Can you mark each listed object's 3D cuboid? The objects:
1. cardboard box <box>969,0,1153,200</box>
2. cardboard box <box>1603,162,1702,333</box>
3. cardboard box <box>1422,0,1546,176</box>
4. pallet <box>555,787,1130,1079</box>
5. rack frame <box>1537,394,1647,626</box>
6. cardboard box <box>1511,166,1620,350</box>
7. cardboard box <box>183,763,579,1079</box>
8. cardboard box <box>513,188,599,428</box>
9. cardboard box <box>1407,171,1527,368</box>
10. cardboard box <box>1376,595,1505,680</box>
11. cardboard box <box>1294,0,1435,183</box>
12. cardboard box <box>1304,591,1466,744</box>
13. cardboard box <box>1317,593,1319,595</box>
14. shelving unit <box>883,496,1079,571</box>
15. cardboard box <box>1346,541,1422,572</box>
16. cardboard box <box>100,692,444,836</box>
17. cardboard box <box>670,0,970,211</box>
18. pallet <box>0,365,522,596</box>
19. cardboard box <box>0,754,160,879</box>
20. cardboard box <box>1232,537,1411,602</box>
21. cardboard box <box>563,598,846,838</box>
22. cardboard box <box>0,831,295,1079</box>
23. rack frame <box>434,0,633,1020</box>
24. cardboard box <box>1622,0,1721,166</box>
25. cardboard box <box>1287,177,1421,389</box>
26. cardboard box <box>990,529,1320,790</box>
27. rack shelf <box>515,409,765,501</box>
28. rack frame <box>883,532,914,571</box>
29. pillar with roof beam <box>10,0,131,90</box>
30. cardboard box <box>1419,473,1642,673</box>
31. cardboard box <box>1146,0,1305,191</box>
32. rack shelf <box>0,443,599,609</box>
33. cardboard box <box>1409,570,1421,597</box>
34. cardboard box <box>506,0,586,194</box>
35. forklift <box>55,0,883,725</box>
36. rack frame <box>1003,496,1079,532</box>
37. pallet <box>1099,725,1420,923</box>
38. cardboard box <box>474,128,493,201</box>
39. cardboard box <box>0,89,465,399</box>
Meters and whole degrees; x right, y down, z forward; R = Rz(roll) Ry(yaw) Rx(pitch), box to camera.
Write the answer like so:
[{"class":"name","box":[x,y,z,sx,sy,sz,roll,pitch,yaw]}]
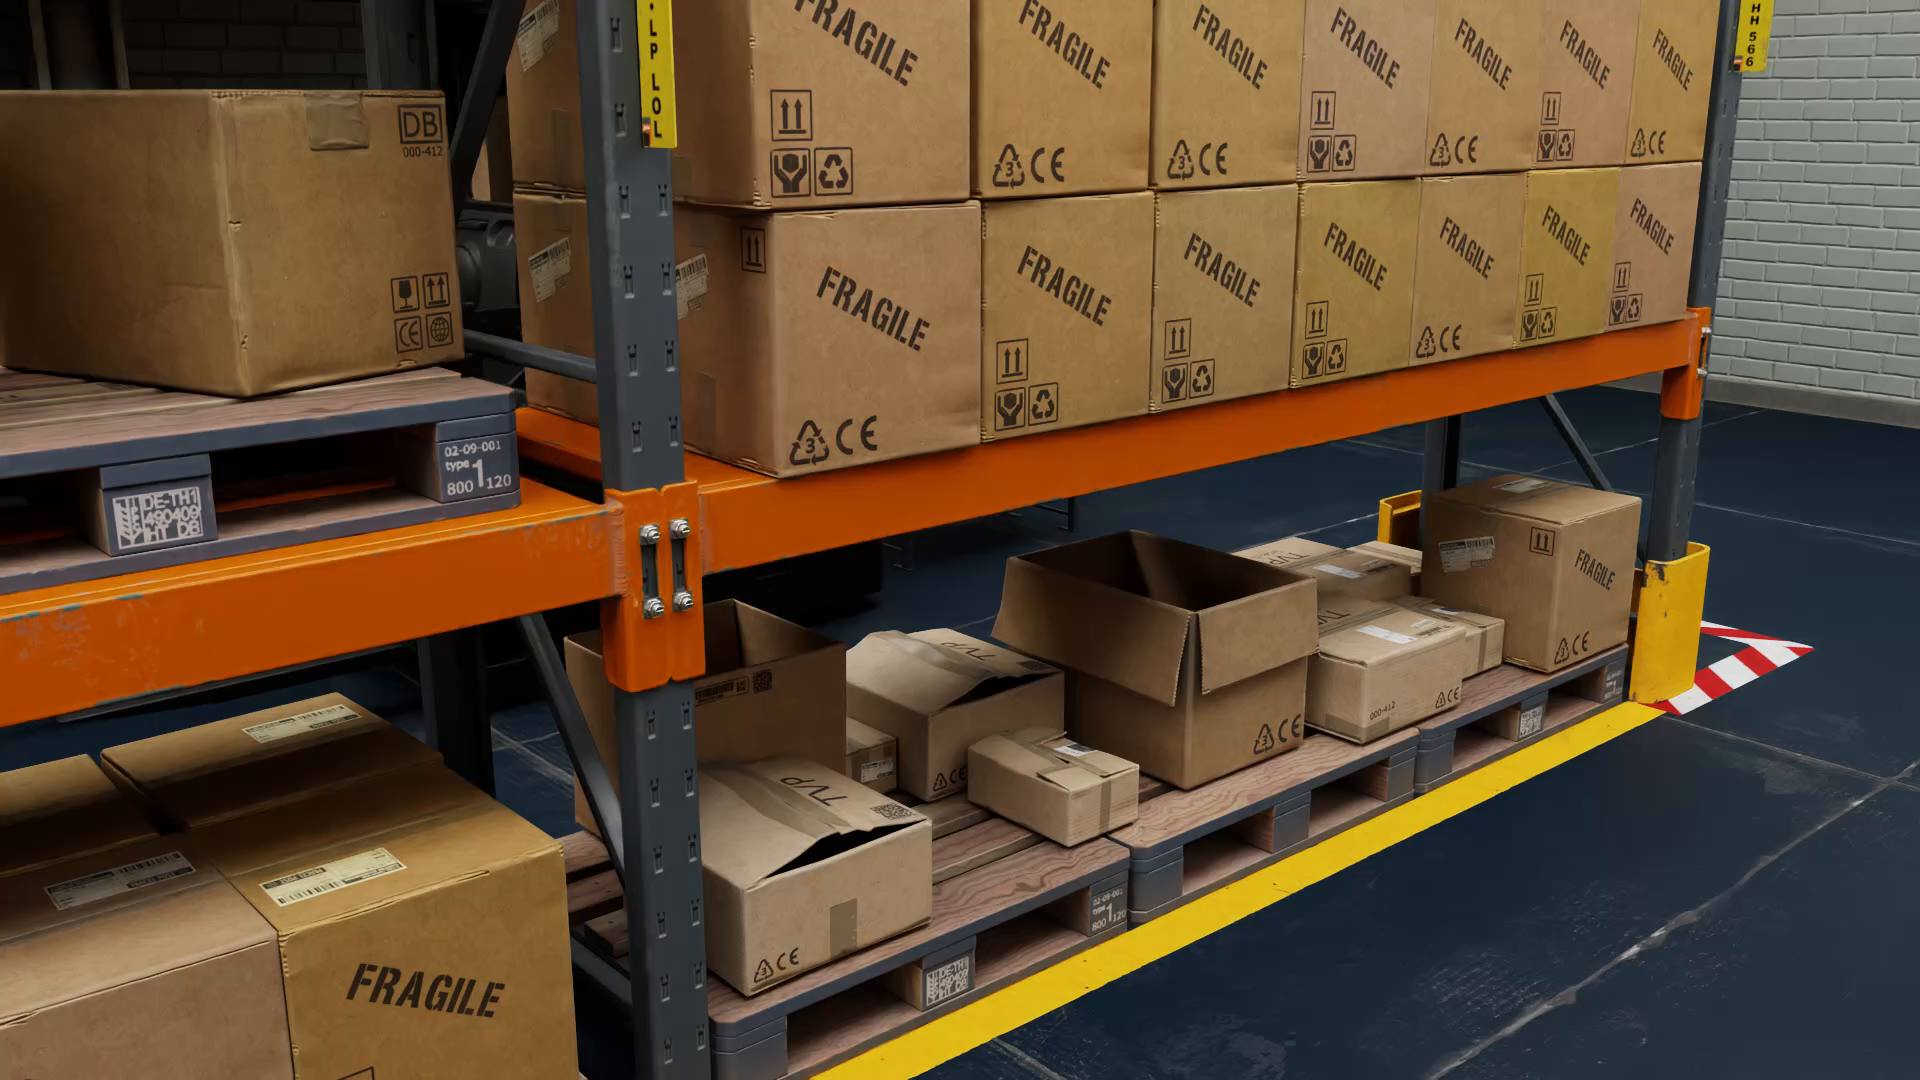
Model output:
[{"class":"cardboard box","box":[0.060,-1.006,3.571,0.500,0.500,0.500,-13,20,-41]},{"class":"cardboard box","box":[1.990,-0.959,5.333,0.500,0.500,0.500,-12,19,-38]},{"class":"cardboard box","box":[1.225,-1.267,4.551,0.500,0.500,0.500,-12,19,-38]},{"class":"pallet","box":[-0.350,0.869,4.087,1.213,0.211,1.003,-13,19,-39]},{"class":"rack frame","box":[2.147,-1.040,5.831,0.053,2.616,0.949,-13,19,-39]},{"class":"cardboard box","box":[1.601,-0.870,5.002,0.500,0.500,0.500,-12,19,-39]},{"class":"cardboard box","box":[-1.053,0.773,3.036,0.500,0.500,0.500,-13,20,-40]},{"class":"cardboard box","box":[-0.660,-0.545,3.783,0.500,0.500,0.500,-12,19,-38]},{"class":"cardboard box","box":[1.221,-0.787,4.689,0.500,0.500,0.500,-12,19,-39]},{"class":"cardboard box","box":[1.536,0.308,5.422,0.250,0.166,0.380,-13,19,-39]},{"class":"cardboard box","box":[0.837,-1.180,4.225,0.500,0.500,0.500,-12,19,-38]},{"class":"cardboard box","box":[1.164,0.372,5.022,0.500,0.250,0.500,-13,19,-39]},{"class":"cardboard box","box":[0.798,0.283,5.355,0.500,0.250,0.500,-13,19,-39]},{"class":"shelving unit","box":[0.005,-0.545,7.609,1.048,1.125,0.538,-13,19,-39]},{"class":"cardboard box","box":[1.607,0.129,6.125,0.250,0.149,0.380,-13,19,-39]},{"class":"cardboard box","box":[-1.394,0.668,3.429,0.500,0.500,0.500,-14,20,-42]},{"class":"cardboard box","box":[-0.329,-0.918,3.244,0.500,0.500,0.500,-12,19,-38]},{"class":"pallet","box":[-1.543,-0.155,2.890,1.213,0.211,1.003,-13,19,-39]},{"class":"cardboard box","box":[-1.789,0.760,3.082,0.500,0.500,0.500,-12,19,-39]},{"class":"cardboard box","box":[1.175,0.198,5.672,0.500,0.250,0.500,-13,19,-39]},{"class":"cardboard box","box":[-0.625,0.482,4.126,0.500,0.500,0.500,-13,19,-39]},{"class":"cardboard box","box":[-1.431,0.855,2.729,0.500,0.500,0.500,-13,19,-39]},{"class":"rack frame","box":[-0.871,-0.362,3.294,0.053,2.616,0.949,-13,19,-39]},{"class":"cardboard box","box":[1.994,-1.442,5.204,0.500,0.500,0.500,-13,20,-40]},{"class":"cardboard box","box":[0.840,-0.702,4.370,0.500,0.500,0.500,-13,20,-40]},{"class":"cardboard box","box":[0.545,0.312,4.753,0.637,0.503,0.797,-13,19,-39]},{"class":"rack shelf","box":[0.640,-0.447,4.628,3.809,0.124,0.919,-13,19,-39]},{"class":"rack frame","box":[-0.378,-0.458,7.287,0.032,1.125,0.500,-13,19,-39]},{"class":"pillar with roof beam","box":[-1.337,-3.673,4.063,0.400,9.000,9.100,-13,19,-39]},{"class":"cardboard box","box":[1.900,0.096,5.570,0.500,0.500,0.500,-13,19,-39]},{"class":"cardboard box","box":[0.448,-1.093,3.897,0.500,0.500,0.500,-13,20,-41]},{"class":"rack shelf","box":[-2.377,0.196,2.082,3.809,0.052,0.919,-13,19,-39]},{"class":"cardboard box","box":[1.419,0.163,5.964,0.250,0.166,0.380,-13,19,-39]},{"class":"cardboard box","box":[-0.657,-1.029,3.659,0.500,0.500,0.500,-13,19,-39]},{"class":"forklift","box":[-1.741,-0.990,5.778,3.031,2.935,1.130,-13,20,-40]},{"class":"rack frame","box":[0.389,-0.631,7.932,0.032,1.125,0.500,-13,19,-39]},{"class":"pallet","box":[0.571,0.662,4.864,1.213,0.211,1.003,-13,19,-39]},{"class":"cardboard box","box":[-2.607,-1.807,8.121,0.700,0.700,0.980,-14,20,-42]},{"class":"cardboard box","box":[-1.373,-0.576,3.087,0.700,0.500,0.500,8,17,28]}]
